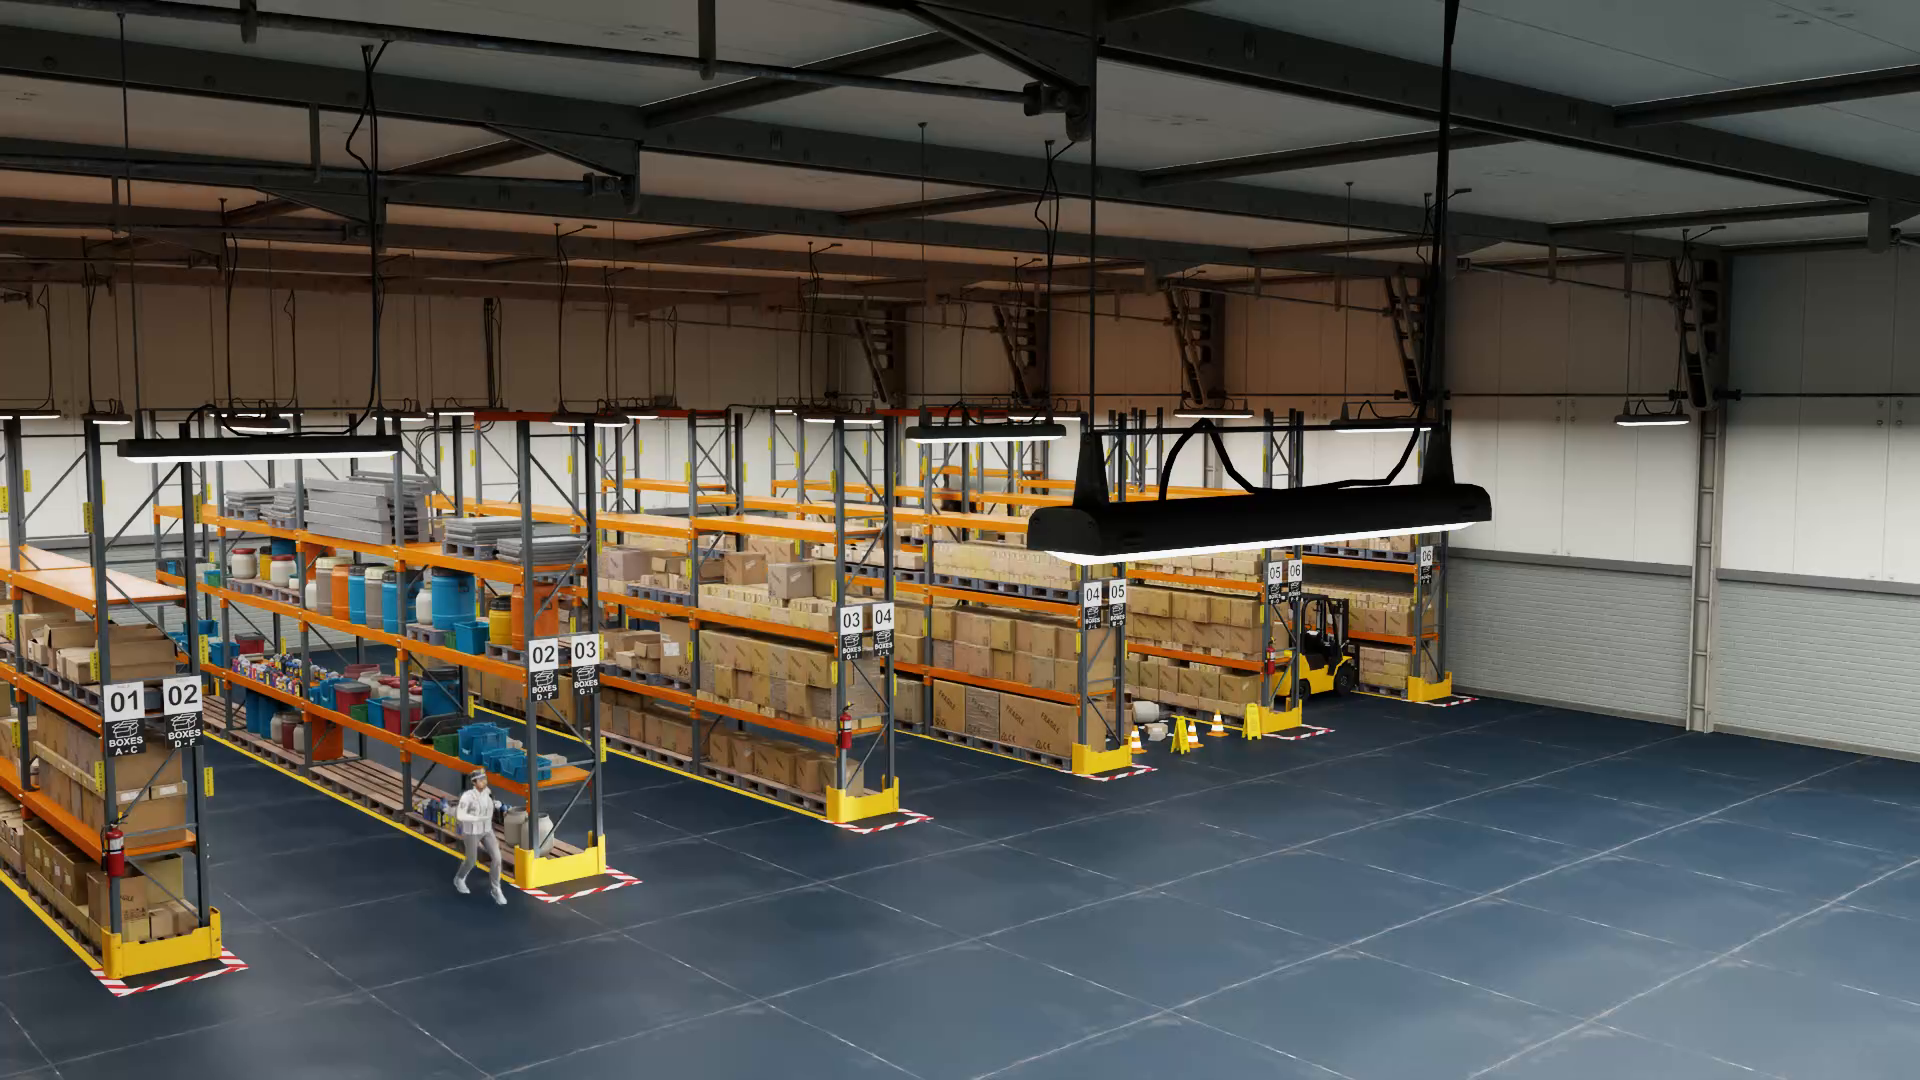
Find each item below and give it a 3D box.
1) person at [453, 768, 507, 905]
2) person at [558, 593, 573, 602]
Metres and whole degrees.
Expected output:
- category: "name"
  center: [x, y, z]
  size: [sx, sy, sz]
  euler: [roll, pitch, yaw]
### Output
- category: "person"
  center: [-6.035, 3.679, 20.766]
  size: [0.862, 1.727, 0.634]
  euler: [4, 6, 38]
- category: "person"
  center: [-9.424, 1.994, 39.456]
  size: [0.770, 1.816, 0.792]
  euler: [0, 5, -4]
